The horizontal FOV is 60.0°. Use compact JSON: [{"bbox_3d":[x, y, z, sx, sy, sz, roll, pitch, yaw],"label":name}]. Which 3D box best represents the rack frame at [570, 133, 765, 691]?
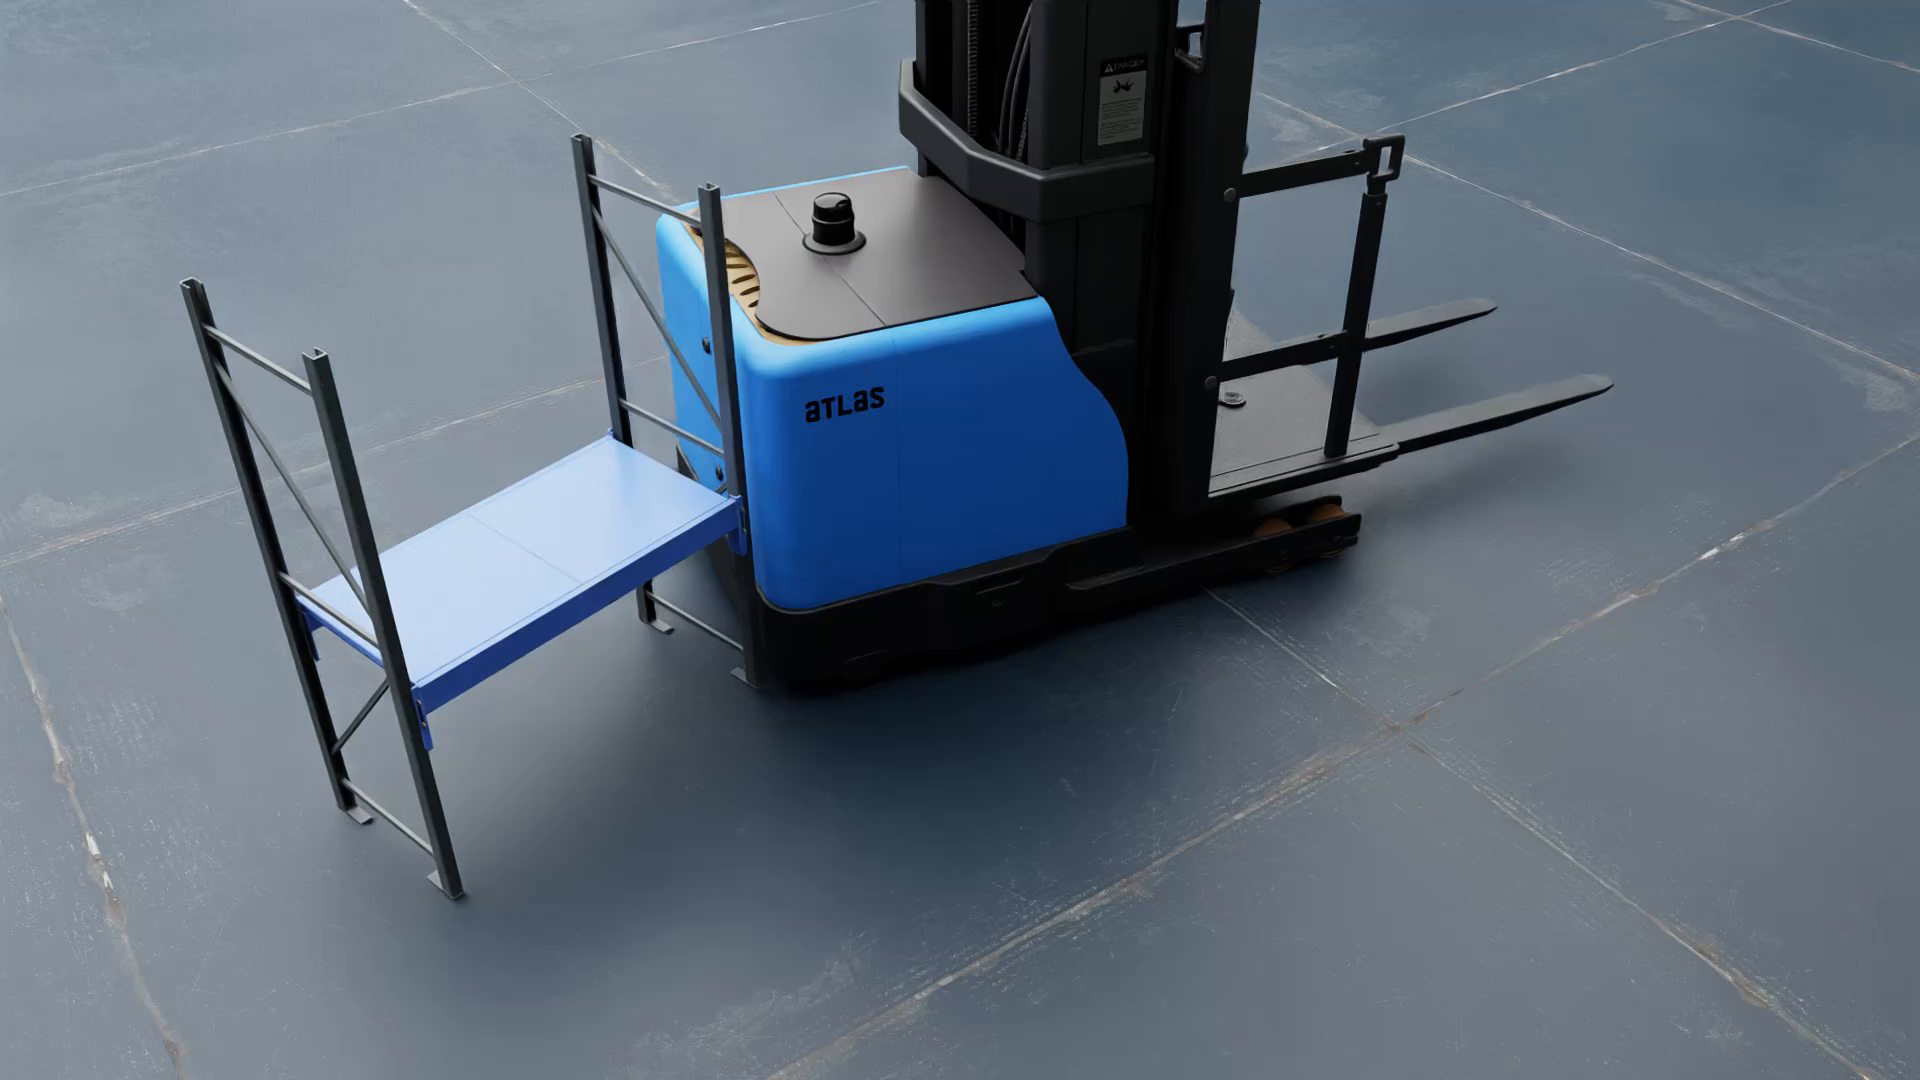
[{"bbox_3d":[-0.750,-0.287,4.365,0.500,1.500,0.032,26,43,32],"label":"rack frame"}]

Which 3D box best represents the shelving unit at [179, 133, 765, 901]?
[{"bbox_3d":[-1.079,-0.061,4.050,0.538,1.500,1.048,26,43,32],"label":"shelving unit"}]

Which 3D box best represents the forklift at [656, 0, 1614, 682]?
[{"bbox_3d":[0.684,-1.356,4.626,3.031,2.935,1.130,-14,38,-19],"label":"forklift"}]

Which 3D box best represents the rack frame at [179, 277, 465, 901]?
[{"bbox_3d":[-1.407,0.166,3.735,0.500,1.500,0.032,26,43,32],"label":"rack frame"}]

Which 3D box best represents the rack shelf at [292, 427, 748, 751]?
[{"bbox_3d":[-1.079,0.085,4.155,0.538,0.185,1.000,26,43,32],"label":"rack shelf"}]
